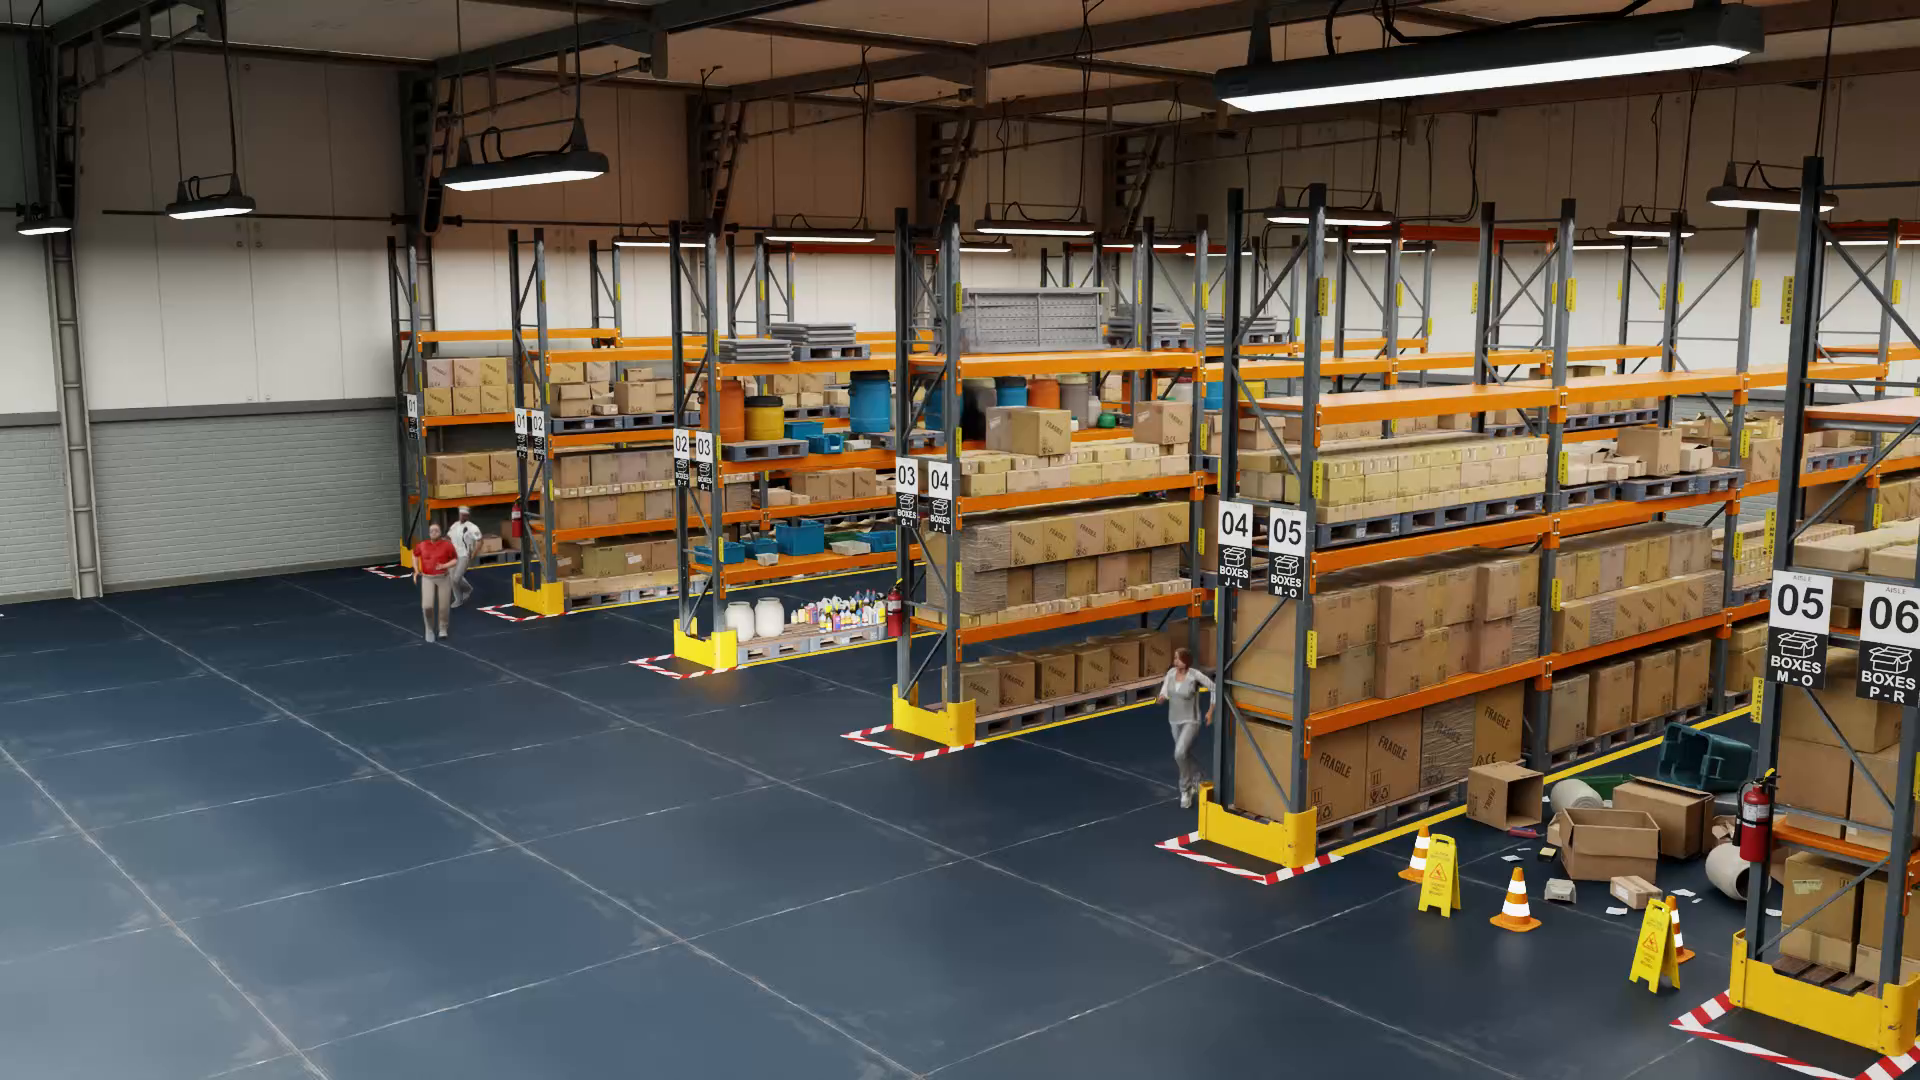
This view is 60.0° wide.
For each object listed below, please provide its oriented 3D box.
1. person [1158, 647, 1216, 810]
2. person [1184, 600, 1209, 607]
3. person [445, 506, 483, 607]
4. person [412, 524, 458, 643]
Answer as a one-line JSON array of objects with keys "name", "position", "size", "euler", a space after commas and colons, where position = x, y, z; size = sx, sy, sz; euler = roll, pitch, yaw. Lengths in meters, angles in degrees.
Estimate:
[{"name": "person", "position": [2.260, 1.848, 16.645], "size": [0.564, 1.607, 0.742], "euler": [8, 12, 43]}, {"name": "person", "position": [3.565, 0.166, 25.250], "size": [0.657, 1.740, 0.564], "euler": [8, 12, 42]}, {"name": "person", "position": [-8.004, 0.266, 26.724], "size": [0.646, 1.653, 0.501], "euler": [3, 9, 17]}, {"name": "person", "position": [-7.603, 0.632, 24.109], "size": [0.642, 1.739, 0.703], "euler": [-2, 9, -16]}]
